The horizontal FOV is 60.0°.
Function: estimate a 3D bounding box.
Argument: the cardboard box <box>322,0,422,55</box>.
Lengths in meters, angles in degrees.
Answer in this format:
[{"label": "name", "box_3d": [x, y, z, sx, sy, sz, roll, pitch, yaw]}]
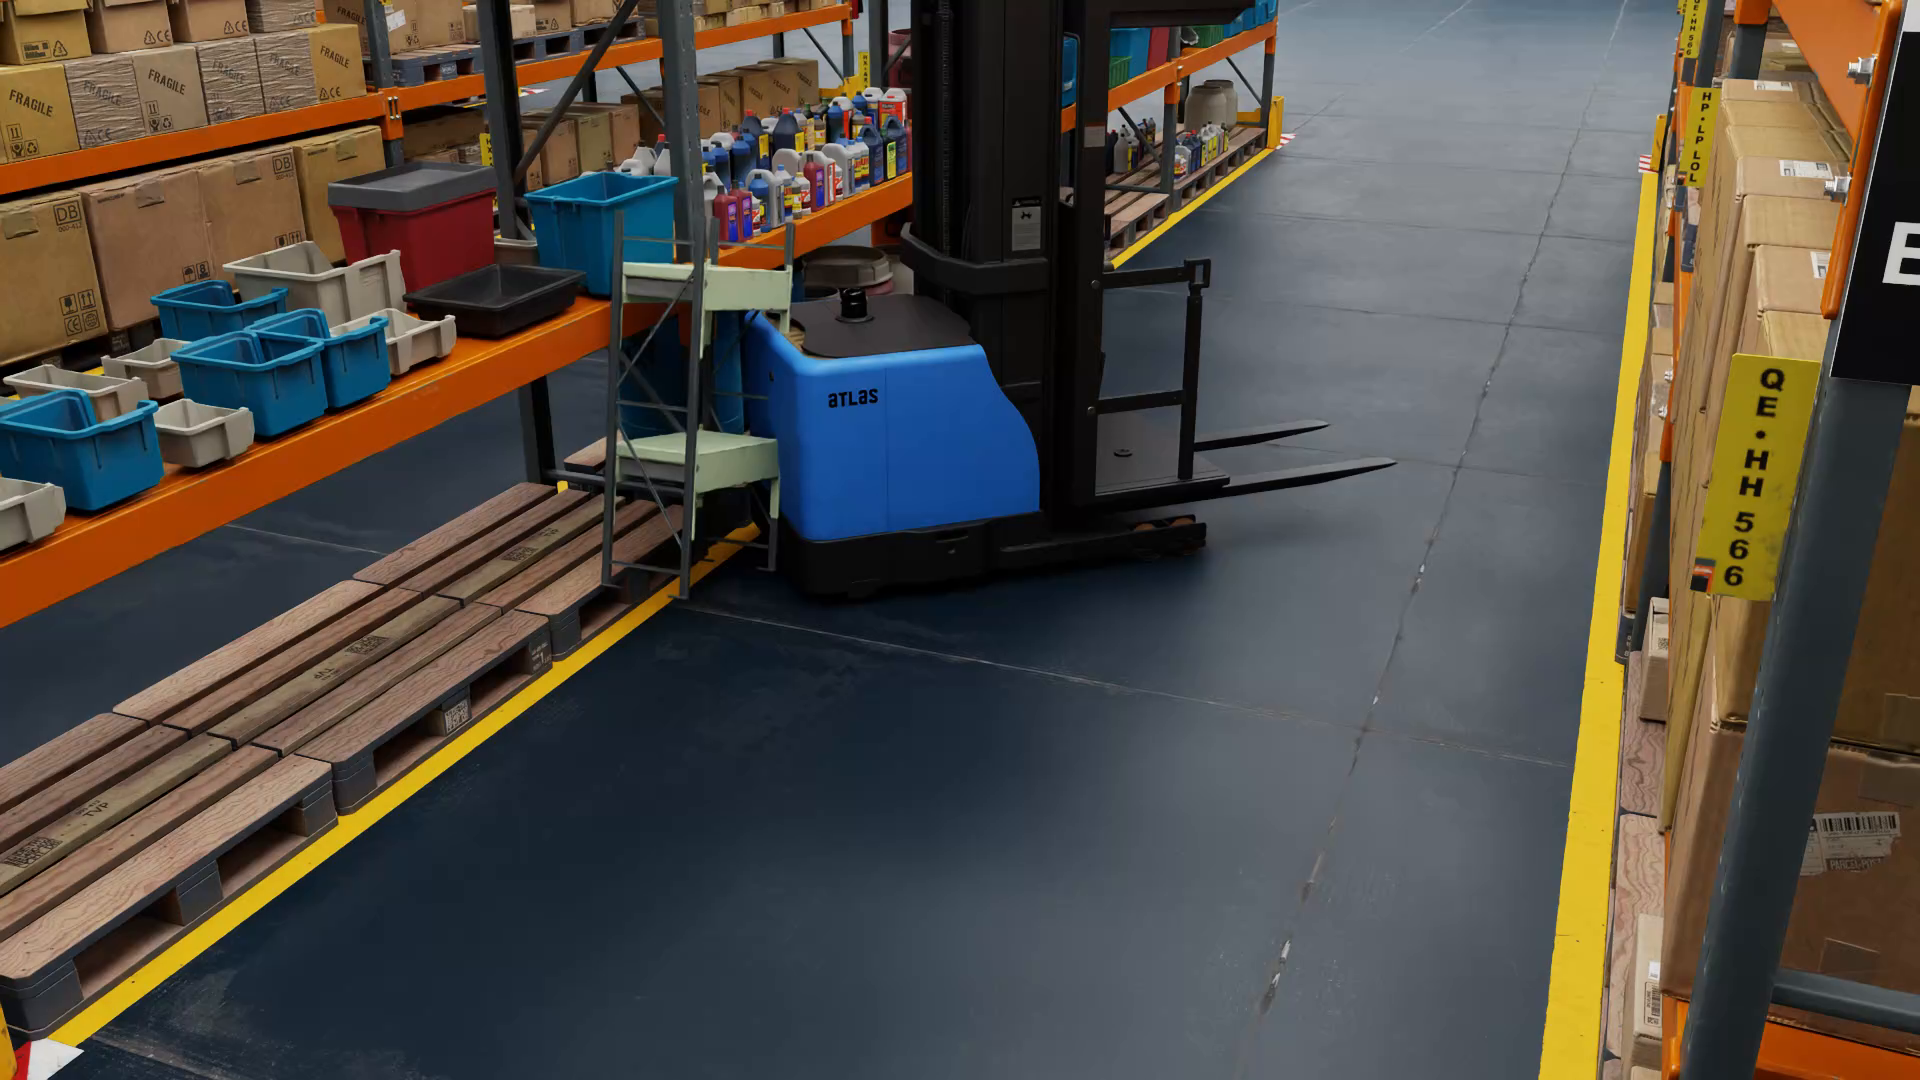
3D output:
[{"label": "cardboard box", "box_3d": [-4.538, -4.031, 12.834, 0.500, 0.500, 0.500, 6, 23, 14]}]

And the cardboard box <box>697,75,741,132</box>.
[{"label": "cardboard box", "box_3d": [-2.667, -4.641, 17.666, 0.500, 0.500, 0.500, 7, 24, 15]}]

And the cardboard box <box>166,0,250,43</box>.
[{"label": "cardboard box", "box_3d": [-5.233, -3.609, 11.067, 0.797, 0.503, 0.637, 9, 24, 21]}]

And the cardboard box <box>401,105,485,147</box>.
[{"label": "cardboard box", "box_3d": [-4.293, -3.423, 13.752, 0.500, 0.250, 0.500, 12, 25, 26]}]

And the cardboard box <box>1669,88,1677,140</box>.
[{"label": "cardboard box", "box_3d": [6.876, -3.967, 15.405, 0.500, 0.500, 0.500, 9, 24, 20]}]

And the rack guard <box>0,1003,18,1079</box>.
[{"label": "rack guard", "box_3d": [-3.072, 1.144, 4.363, 1.175, 0.500, 0.348, 9, 24, 20]}]

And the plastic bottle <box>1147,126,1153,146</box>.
[{"label": "plastic bottle", "box_3d": [1.867, -4.016, 16.533, 0.097, 0.201, 0.097, 0, 23, 0]}]

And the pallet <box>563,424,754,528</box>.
[{"label": "pallet", "box_3d": [-1.264, -0.435, 8.517, 1.003, 0.211, 1.213, 9, 24, 20]}]

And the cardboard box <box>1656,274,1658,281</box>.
[{"label": "cardboard box", "box_3d": [4.841, -1.685, 10.915, 0.500, 0.250, 0.500, 9, 24, 21]}]

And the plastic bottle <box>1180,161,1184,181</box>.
[{"label": "plastic bottle", "box_3d": [1.946, -3.314, 14.851, 0.097, 0.201, 0.097, 0, 23, 0]}]

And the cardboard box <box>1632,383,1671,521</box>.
[{"label": "cardboard box", "box_3d": [3.304, -0.363, 7.400, 0.500, 0.500, 0.500, 9, 24, 21]}]

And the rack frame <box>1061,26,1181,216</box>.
[{"label": "rack frame", "box_3d": [1.383, -4.314, 14.187, 1.000, 3.000, 0.127, 9, 24, 20]}]

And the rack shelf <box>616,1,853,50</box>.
[{"label": "rack shelf", "box_3d": [-2.473, -5.407, 17.737, 1.077, 0.370, 4.000, 9, 24, 20]}]

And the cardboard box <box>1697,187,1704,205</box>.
[{"label": "cardboard box", "box_3d": [3.608, -1.622, 7.067, 0.700, 0.500, 0.500, 3, 23, 7]}]

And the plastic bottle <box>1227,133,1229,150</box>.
[{"label": "plastic bottle", "box_3d": [2.593, -3.937, 16.345, 0.097, 0.201, 0.097, 0, 23, 0]}]

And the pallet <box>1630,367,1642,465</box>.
[{"label": "pallet", "box_3d": [4.182, -0.624, 8.970, 1.003, 0.211, 1.213, 9, 24, 20]}]

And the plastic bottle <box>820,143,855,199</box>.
[{"label": "plastic bottle", "box_3d": [-0.633, -1.920, 8.615, 0.152, 0.276, 0.135, 9, 24, 20]}]

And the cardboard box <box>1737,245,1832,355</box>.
[{"label": "cardboard box", "box_3d": [1.620, -0.197, 2.902, 0.500, 0.500, 0.500, 9, 24, 22]}]

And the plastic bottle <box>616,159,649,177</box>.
[{"label": "plastic bottle", "box_3d": [-1.607, -1.712, 8.118, 0.152, 0.276, 0.135, 9, 24, 20]}]

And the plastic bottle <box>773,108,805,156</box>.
[{"label": "plastic bottle", "box_3d": [-0.951, -2.225, 9.249, 0.144, 0.351, 0.185, 9, 24, 20]}]

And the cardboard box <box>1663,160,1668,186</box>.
[{"label": "cardboard box", "box_3d": [6.316, -3.085, 14.265, 0.500, 0.250, 0.500, 9, 24, 20]}]

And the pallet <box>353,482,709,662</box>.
[{"label": "pallet", "box_3d": [-1.826, 0.104, 7.227, 1.003, 0.211, 1.213, 9, 24, 20]}]

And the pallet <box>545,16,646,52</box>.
[{"label": "pallet", "box_3d": [-3.635, -4.682, 15.317, 1.003, 0.211, 1.213, 9, 24, 20]}]

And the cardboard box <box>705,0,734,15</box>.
[{"label": "cardboard box", "box_3d": [-2.773, -5.533, 16.588, 0.875, 0.500, 0.500, 9, 24, 20]}]

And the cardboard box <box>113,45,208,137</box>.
[{"label": "cardboard box", "box_3d": [-5.225, -2.880, 10.624, 0.500, 0.500, 0.500, 9, 24, 21]}]

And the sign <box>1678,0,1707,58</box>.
[{"label": "sign", "box_3d": [3.978, -2.785, 9.023, 0.100, 0.325, 0.005, 9, 24, 20]}]

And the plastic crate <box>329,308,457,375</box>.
[{"label": "plastic crate", "box_3d": [-1.957, -0.691, 5.777, 0.293, 0.136, 0.466, 9, 24, 20]}]

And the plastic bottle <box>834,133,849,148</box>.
[{"label": "plastic bottle", "box_3d": [-0.626, -2.045, 8.922, 0.097, 0.271, 0.097, 0, 23, 0]}]

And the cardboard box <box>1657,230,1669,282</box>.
[{"label": "cardboard box", "box_3d": [4.647, -1.766, 10.381, 0.500, 0.311, 0.500, 8, 24, 19]}]

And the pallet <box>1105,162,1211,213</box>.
[{"label": "pallet", "box_3d": [1.671, -3.262, 15.285, 1.003, 0.211, 1.213, 9, 24, 20]}]

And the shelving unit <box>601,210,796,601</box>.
[{"label": "shelving unit", "box_3d": [-1.074, -0.574, 6.876, 0.431, 1.500, 0.755, 8, 11, 21]}]

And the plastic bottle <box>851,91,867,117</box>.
[{"label": "plastic bottle", "box_3d": [-0.633, -2.677, 10.435, 0.097, 0.271, 0.097, 0, 23, 0]}]

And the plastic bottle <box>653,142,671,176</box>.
[{"label": "plastic bottle", "box_3d": [-1.418, -1.784, 8.193, 0.144, 0.351, 0.185, 9, 24, 20]}]

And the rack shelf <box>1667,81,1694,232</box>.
[{"label": "rack shelf", "box_3d": [5.237, -2.556, 10.911, 1.077, 0.370, 4.000, 9, 24, 20]}]

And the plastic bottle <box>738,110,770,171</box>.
[{"label": "plastic bottle", "box_3d": [-1.142, -2.199, 9.186, 0.144, 0.351, 0.185, 9, 24, 20]}]

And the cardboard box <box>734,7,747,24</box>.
[{"label": "cardboard box", "box_3d": [-2.415, -5.392, 17.093, 0.380, 0.149, 0.250, 9, 24, 20]}]

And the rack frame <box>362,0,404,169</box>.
[{"label": "rack frame", "box_3d": [-4.702, -3.592, 12.458, 1.000, 3.000, 0.127, 9, 24, 20]}]

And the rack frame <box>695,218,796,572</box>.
[{"label": "rack frame", "box_3d": [-0.937, -0.624, 7.212, 0.400, 1.500, 0.023, 8, 11, 21]}]

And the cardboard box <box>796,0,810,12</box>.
[{"label": "cardboard box", "box_3d": [-1.890, -5.934, 18.390, 0.380, 0.149, 0.250, 9, 24, 20]}]

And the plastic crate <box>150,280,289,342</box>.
[{"label": "plastic crate", "box_3d": [-2.550, -0.742, 5.774, 0.416, 0.233, 0.300, 9, 24, 20]}]

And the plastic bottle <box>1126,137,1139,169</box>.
[{"label": "plastic bottle", "box_3d": [1.572, -3.589, 15.413, 0.152, 0.276, 0.135, 9, 24, 20]}]

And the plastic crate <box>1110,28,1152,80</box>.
[{"label": "plastic crate", "box_3d": [1.262, -3.868, 13.138, 0.392, 0.384, 0.575, 9, 24, 20]}]

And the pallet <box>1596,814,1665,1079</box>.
[{"label": "pallet", "box_3d": [2.301, 1.230, 4.533, 1.003, 0.211, 1.213, 9, 24, 20]}]

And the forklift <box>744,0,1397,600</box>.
[{"label": "forklift", "box_3d": [0.590, -1.438, 7.390, 3.031, 2.935, 1.130, -8, 24, -19]}]

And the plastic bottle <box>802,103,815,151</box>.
[{"label": "plastic bottle", "box_3d": [-0.914, -2.431, 9.829, 0.061, 0.283, 0.133, 9, 24, 20]}]

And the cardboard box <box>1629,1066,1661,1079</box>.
[{"label": "cardboard box", "box_3d": [1.496, 1.411, 3.153, 0.500, 0.500, 0.500, 9, 24, 20]}]

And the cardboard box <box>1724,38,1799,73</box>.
[{"label": "cardboard box", "box_3d": [5.298, -3.010, 10.934, 0.500, 0.500, 0.500, 9, 24, 20]}]

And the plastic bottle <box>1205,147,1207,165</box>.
[{"label": "plastic bottle", "box_3d": [2.265, -3.621, 15.587, 0.097, 0.201, 0.097, 0, 23, 0]}]

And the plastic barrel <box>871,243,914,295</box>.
[{"label": "plastic barrel", "box_3d": [-0.396, -1.536, 10.219, 0.421, 0.512, 0.421, 0, 23, 0]}]

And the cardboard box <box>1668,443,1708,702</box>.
[{"label": "cardboard box", "box_3d": [1.816, 0.081, 3.534, 0.500, 0.500, 0.500, 9, 24, 20]}]

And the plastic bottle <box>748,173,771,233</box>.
[{"label": "plastic bottle", "box_3d": [-0.945, -1.589, 7.829, 0.097, 0.271, 0.097, 0, 23, 0]}]

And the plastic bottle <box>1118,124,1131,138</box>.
[{"label": "plastic bottle", "box_3d": [1.545, -3.751, 15.704, 0.144, 0.351, 0.185, 9, 24, 20]}]

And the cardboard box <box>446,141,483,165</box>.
[{"label": "cardboard box", "box_3d": [-4.277, -3.085, 13.915, 0.700, 0.500, 0.500, 7, 24, 16]}]

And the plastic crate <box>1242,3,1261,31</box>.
[{"label": "plastic crate", "box_3d": [2.714, -5.224, 16.557, 0.499, 0.251, 0.408, 9, 24, 20]}]
